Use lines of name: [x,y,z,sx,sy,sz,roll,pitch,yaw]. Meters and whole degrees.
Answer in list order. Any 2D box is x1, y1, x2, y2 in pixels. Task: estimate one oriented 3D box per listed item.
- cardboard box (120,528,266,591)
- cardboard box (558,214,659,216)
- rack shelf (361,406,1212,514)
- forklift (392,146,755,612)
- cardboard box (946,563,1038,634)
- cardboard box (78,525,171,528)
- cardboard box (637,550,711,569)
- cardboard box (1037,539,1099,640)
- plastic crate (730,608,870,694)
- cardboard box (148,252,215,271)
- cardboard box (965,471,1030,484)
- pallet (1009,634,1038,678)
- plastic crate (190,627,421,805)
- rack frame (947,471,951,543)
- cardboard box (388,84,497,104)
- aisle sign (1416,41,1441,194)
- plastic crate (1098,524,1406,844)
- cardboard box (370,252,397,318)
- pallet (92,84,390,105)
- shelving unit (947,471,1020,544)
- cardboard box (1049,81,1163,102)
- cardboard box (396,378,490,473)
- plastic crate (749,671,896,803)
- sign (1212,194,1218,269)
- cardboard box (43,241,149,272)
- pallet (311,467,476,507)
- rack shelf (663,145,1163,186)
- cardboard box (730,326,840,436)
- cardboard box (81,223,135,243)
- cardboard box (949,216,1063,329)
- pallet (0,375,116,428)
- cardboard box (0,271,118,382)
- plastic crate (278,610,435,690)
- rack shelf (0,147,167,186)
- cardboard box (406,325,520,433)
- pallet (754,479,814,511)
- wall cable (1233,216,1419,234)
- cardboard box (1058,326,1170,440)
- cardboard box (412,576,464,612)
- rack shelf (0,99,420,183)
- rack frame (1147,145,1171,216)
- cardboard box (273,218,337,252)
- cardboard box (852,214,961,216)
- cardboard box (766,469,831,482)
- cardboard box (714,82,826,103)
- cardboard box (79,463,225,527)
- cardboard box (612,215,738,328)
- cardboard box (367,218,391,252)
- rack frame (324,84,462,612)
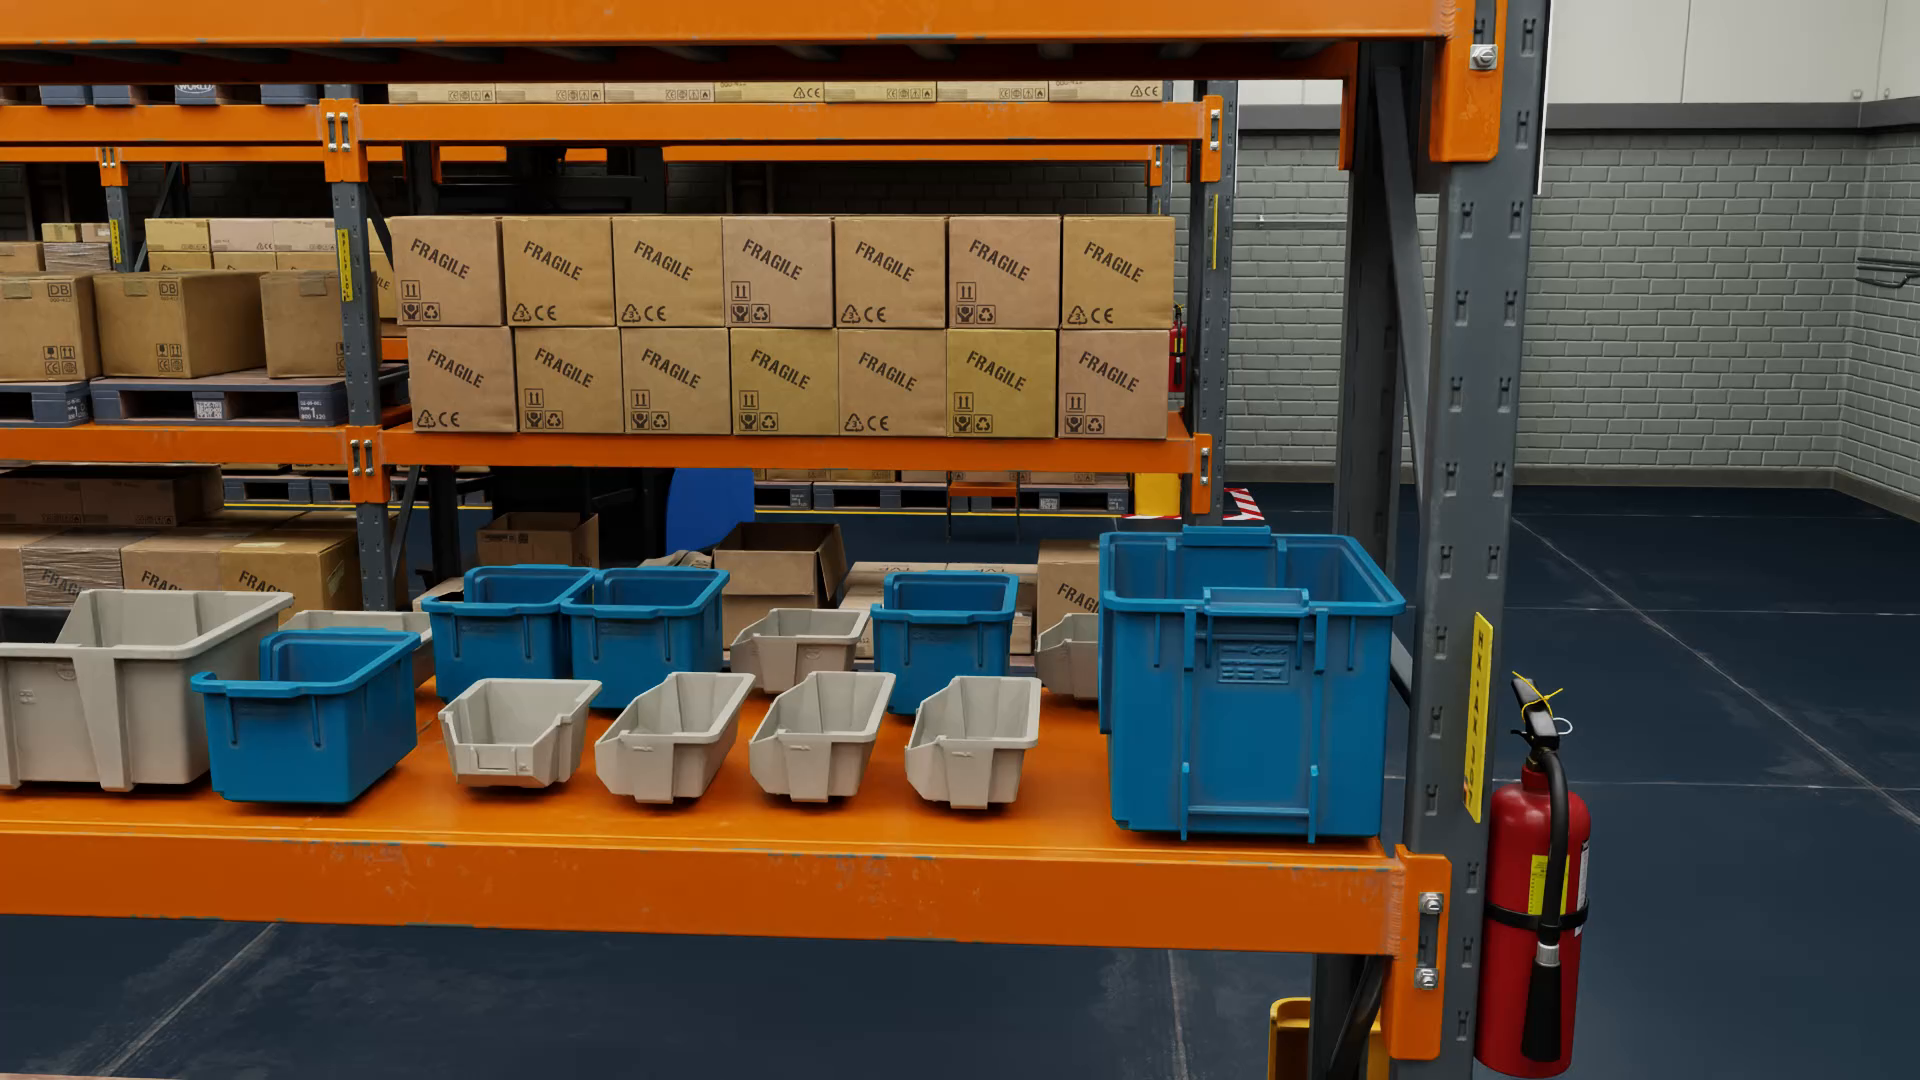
cardboard box: [-3.807,0.238,8.336,0.500,0.500,0.500,1,12,4]
cardboard box: [-1.769,-1.392,8.408,0.500,0.500,0.500,1,12,3]
rack shelf: [-0.807,-0.434,8.275,4.000,0.370,1.077,1,12,4]
forklift: [-2.359,-0.971,9.249,1.130,2.935,3.031,5,13,24]
cardboard box: [0.166,0.299,8.652,0.500,0.250,0.500,1,12,4]
cardboard box: [-4.300,0.125,8.876,0.500,0.500,0.500,1,12,4]
cardboard box: [-1.467,0.247,8.753,0.500,0.311,0.500,1,12,4]
cardboard box: [0.630,0.292,8.076,0.500,0.500,0.500,1,12,4]
plastic crate: [-0.362,0.251,3.738,0.298,0.136,0.250,1,12,4]
cardboard box: [-5.999,-2.026,13.107,0.500,0.500,0.500,1,12,5]
cardboard box: [0.312,-0.749,13.102,0.500,0.500,0.700,1,12,4]
pallet: [0.317,0.594,8.412,1.213,0.211,1.003,1,12,4]
plastic crate: [-1.212,0.330,3.128,0.300,0.233,0.416,1,12,4]
rack frame: [-0.078,-0.588,11.650,0.015,1.200,0.240,1,12,4]
cardboard box: [-2.334,-2.151,7.767,0.500,0.250,0.500,1,12,4]
aisle sign: [0.946,-1.079,3.252,0.004,0.787,0.394,1,12,4]
plastic crate: [0.507,0.240,3.063,0.499,0.435,0.616,1,12,4]
cardboard box: [-4.462,-2.004,13.004,0.500,0.500,0.500,1,12,5]
pallet: [-3.448,-2.213,8.155,1.003,0.211,1.213,1,12,4]
shelving unit: [0.165,-0.585,11.634,0.503,1.200,0.258,1,12,4]
cardboard box: [0.659,-2.107,7.555,0.500,0.250,0.500,1,12,4]
cardboard box: [-4.019,-0.973,13.318,0.750,0.750,0.750,1,12,5]
plastic crate: [-0.260,0.372,3.163,0.243,0.136,0.396,1,12,4]
sign: [1.132,-1.367,7.379,0.005,0.325,0.100,1,12,4]
cardboard box: [-6.936,-2.149,13.397,0.500,0.500,0.700,-1,12,-3]
pallet: [-4.470,-0.472,13.510,1.213,0.211,1.003,1,12,4]
rack shelf: [-0.480,-2.914,12.806,4.000,0.370,1.077,1,12,4]
cardboard box: [-0.794,-0.780,7.925,0.500,0.500,0.500,1,12,3]
cardboard box: [-6.812,-2.461,13.303,0.250,0.149,0.380,-1,12,-4]
cardboard box: [0.222,-1.254,7.750,0.500,0.500,0.500,1,12,5]
pallet: [-4.853,-0.749,8.490,1.213,0.211,1.003,1,12,4]
cardboard box: [-4.569,-1.080,8.334,0.500,0.500,0.700,-2,12,-11]
plastic crate: [-1.380,0.260,3.695,0.466,0.136,0.293,1,12,4]
rack shelf: [-8.462,-3.024,13.329,4.000,0.370,1.077,1,12,4]
cardboard box: [-2.312,-0.800,8.022,0.500,0.500,0.500,1,12,5]
pallet: [-1.722,-0.434,13.329,1.213,0.211,1.003,1,12,4]
wall cable: [2.857,-2.444,13.644,1.851,1.984,0.084,1,12,4]
cardboard box: [0.724,-0.758,7.823,0.500,0.500,0.500,1,12,5]
cardboard box: [-2.398,0.337,8.323,0.500,0.311,0.500,1,12,4]
rack shelf: [-4.798,-1.957,8.229,4.000,0.370,1.077,1,12,4]
rack frame: [1.516,-1.771,12.908,0.127,3.000,1.000,1,12,4]
cardboard box: [-4.995,-2.380,12.967,0.500,0.250,0.500,1,12,4]
cardboard box: [-0.257,-1.371,8.309,0.500,0.500,0.500,1,12,5]
cardboard box: [-1.235,-0.769,13.198,0.500,0.500,0.700,1,12,3]
cardboard box: [-0.837,-2.130,7.666,0.500,0.250,0.500,1,12,4]
cardboard box: [-4.266,-0.243,8.801,0.500,0.250,0.500,1,12,4]
cardboard box: [-1.323,-1.274,7.846,0.500,0.500,0.500,0,12,2]
cardboard box: [-4.485,-2.374,12.940,0.500,0.250,0.500,1,12,3]
rack frame: [-2.802,-0.814,8.332,0.127,3.000,1.000,1,12,4]
